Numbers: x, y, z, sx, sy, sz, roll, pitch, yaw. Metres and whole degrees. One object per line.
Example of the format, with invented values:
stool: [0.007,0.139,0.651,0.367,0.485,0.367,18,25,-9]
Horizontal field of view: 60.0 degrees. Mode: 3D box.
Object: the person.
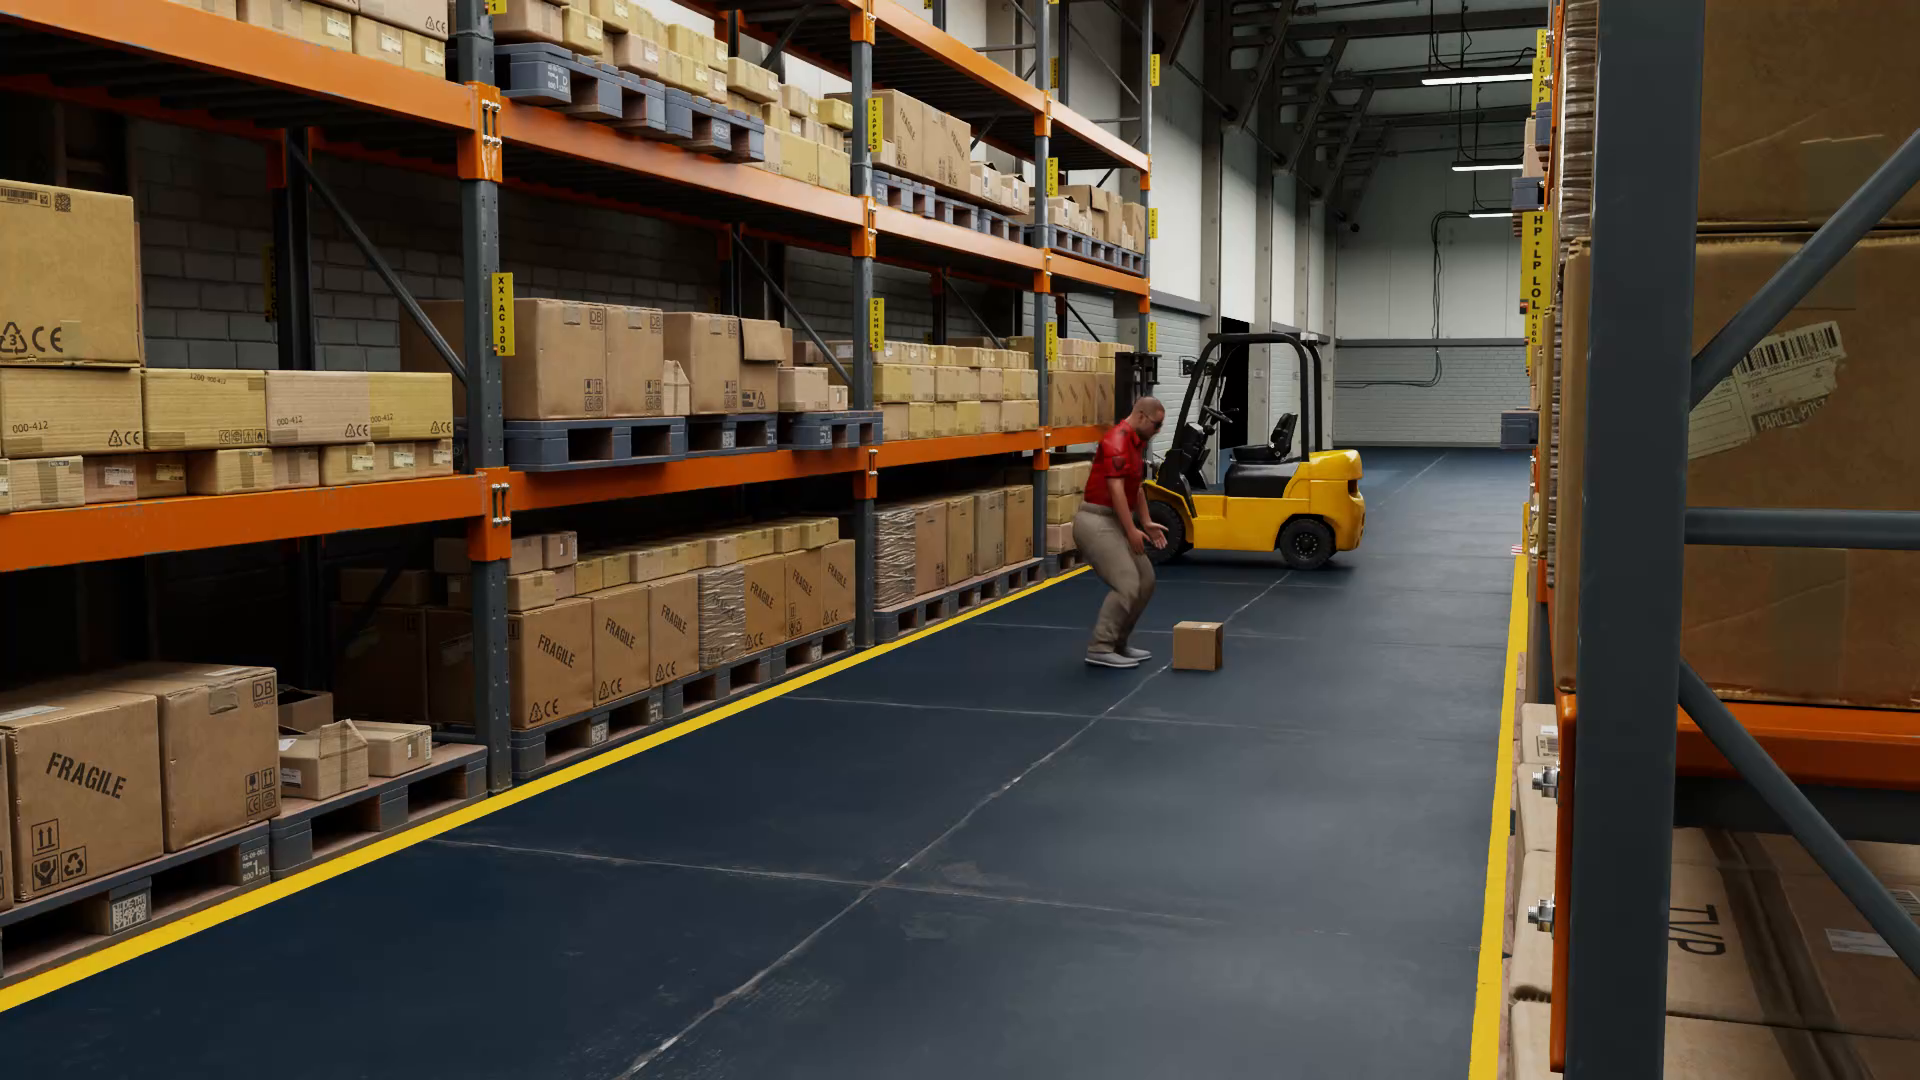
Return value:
person: [0.961,-0.057,9.971,0.526,1.607,0.575,2,5,20]
